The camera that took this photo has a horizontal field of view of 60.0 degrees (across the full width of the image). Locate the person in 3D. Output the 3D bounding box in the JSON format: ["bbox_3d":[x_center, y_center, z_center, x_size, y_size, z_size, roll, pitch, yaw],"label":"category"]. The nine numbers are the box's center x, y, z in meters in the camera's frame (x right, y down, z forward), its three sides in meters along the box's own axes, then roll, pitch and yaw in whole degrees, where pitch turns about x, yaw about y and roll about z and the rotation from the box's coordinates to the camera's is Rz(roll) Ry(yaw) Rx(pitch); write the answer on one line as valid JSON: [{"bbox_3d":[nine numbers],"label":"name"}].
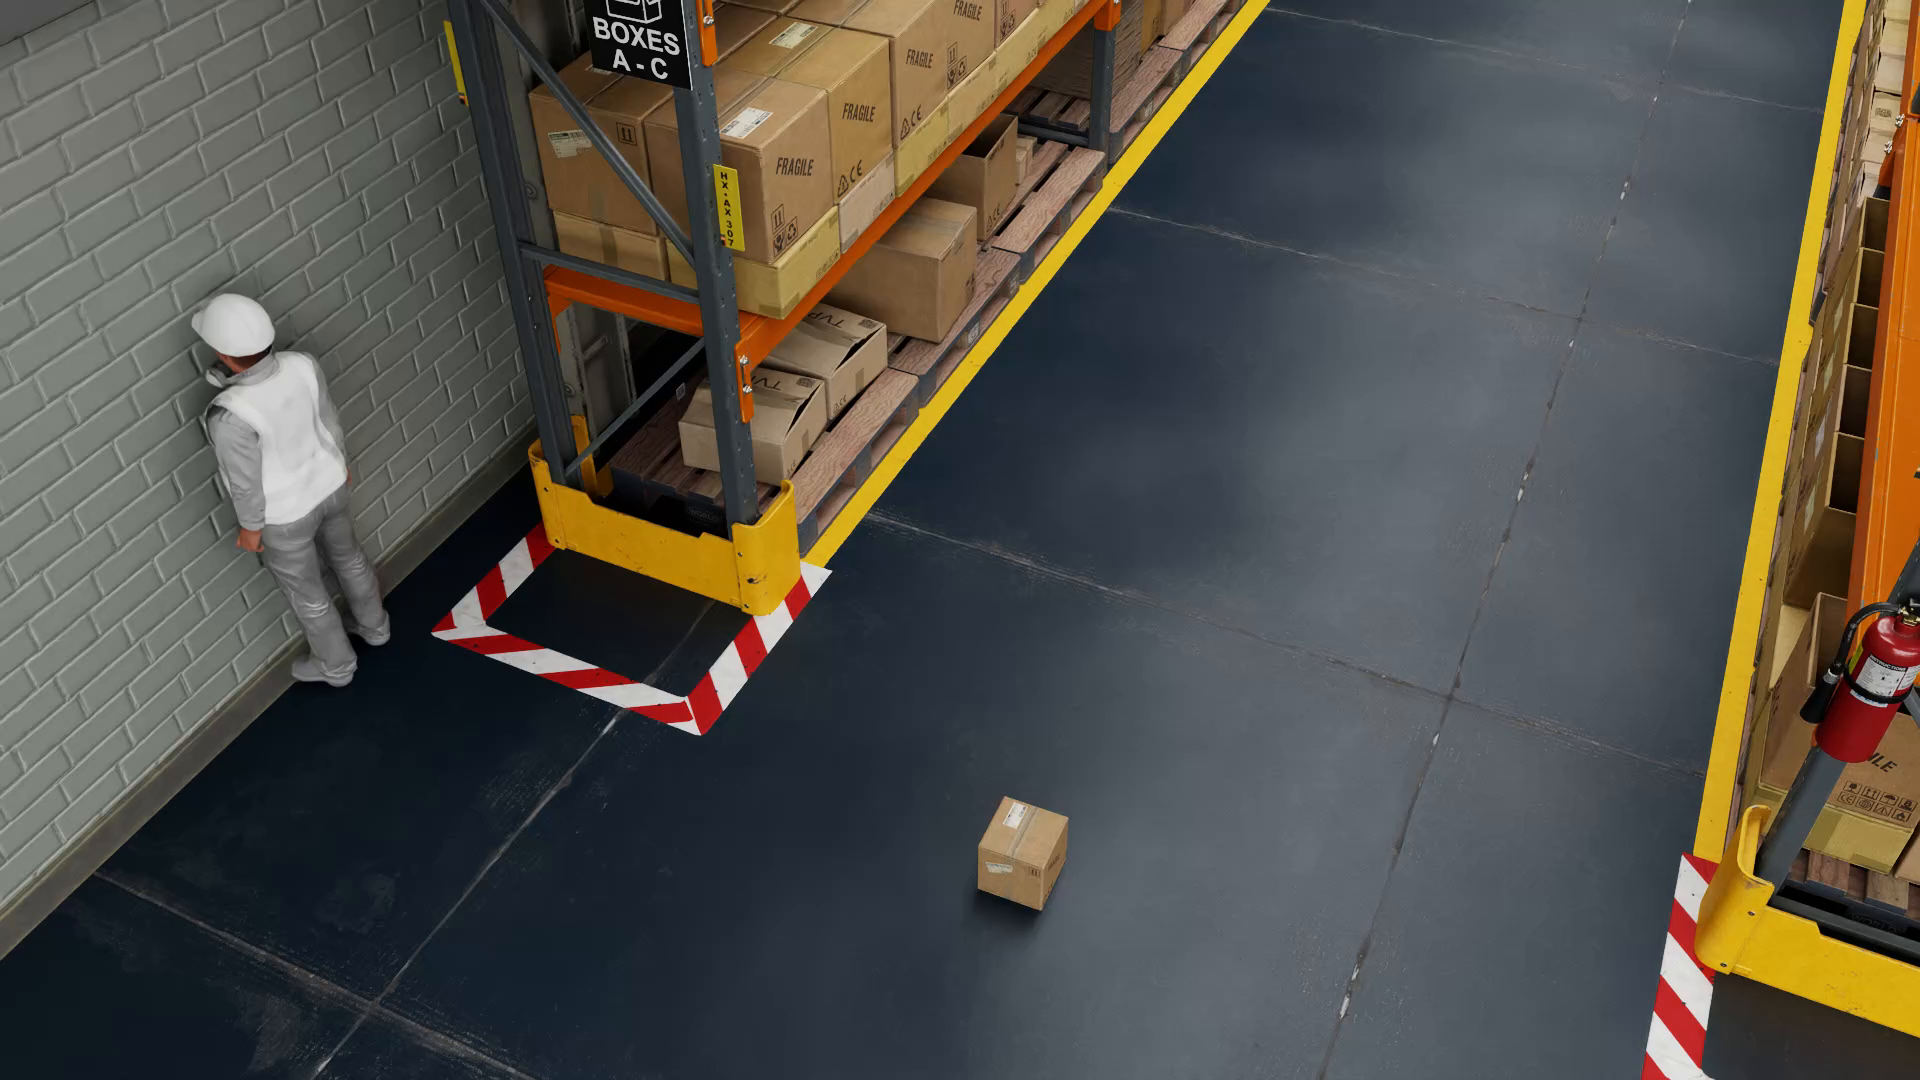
[{"bbox_3d":[-2.542,-0.177,6.294,0.387,1.777,0.527,17,45,18],"label":"person"}]
